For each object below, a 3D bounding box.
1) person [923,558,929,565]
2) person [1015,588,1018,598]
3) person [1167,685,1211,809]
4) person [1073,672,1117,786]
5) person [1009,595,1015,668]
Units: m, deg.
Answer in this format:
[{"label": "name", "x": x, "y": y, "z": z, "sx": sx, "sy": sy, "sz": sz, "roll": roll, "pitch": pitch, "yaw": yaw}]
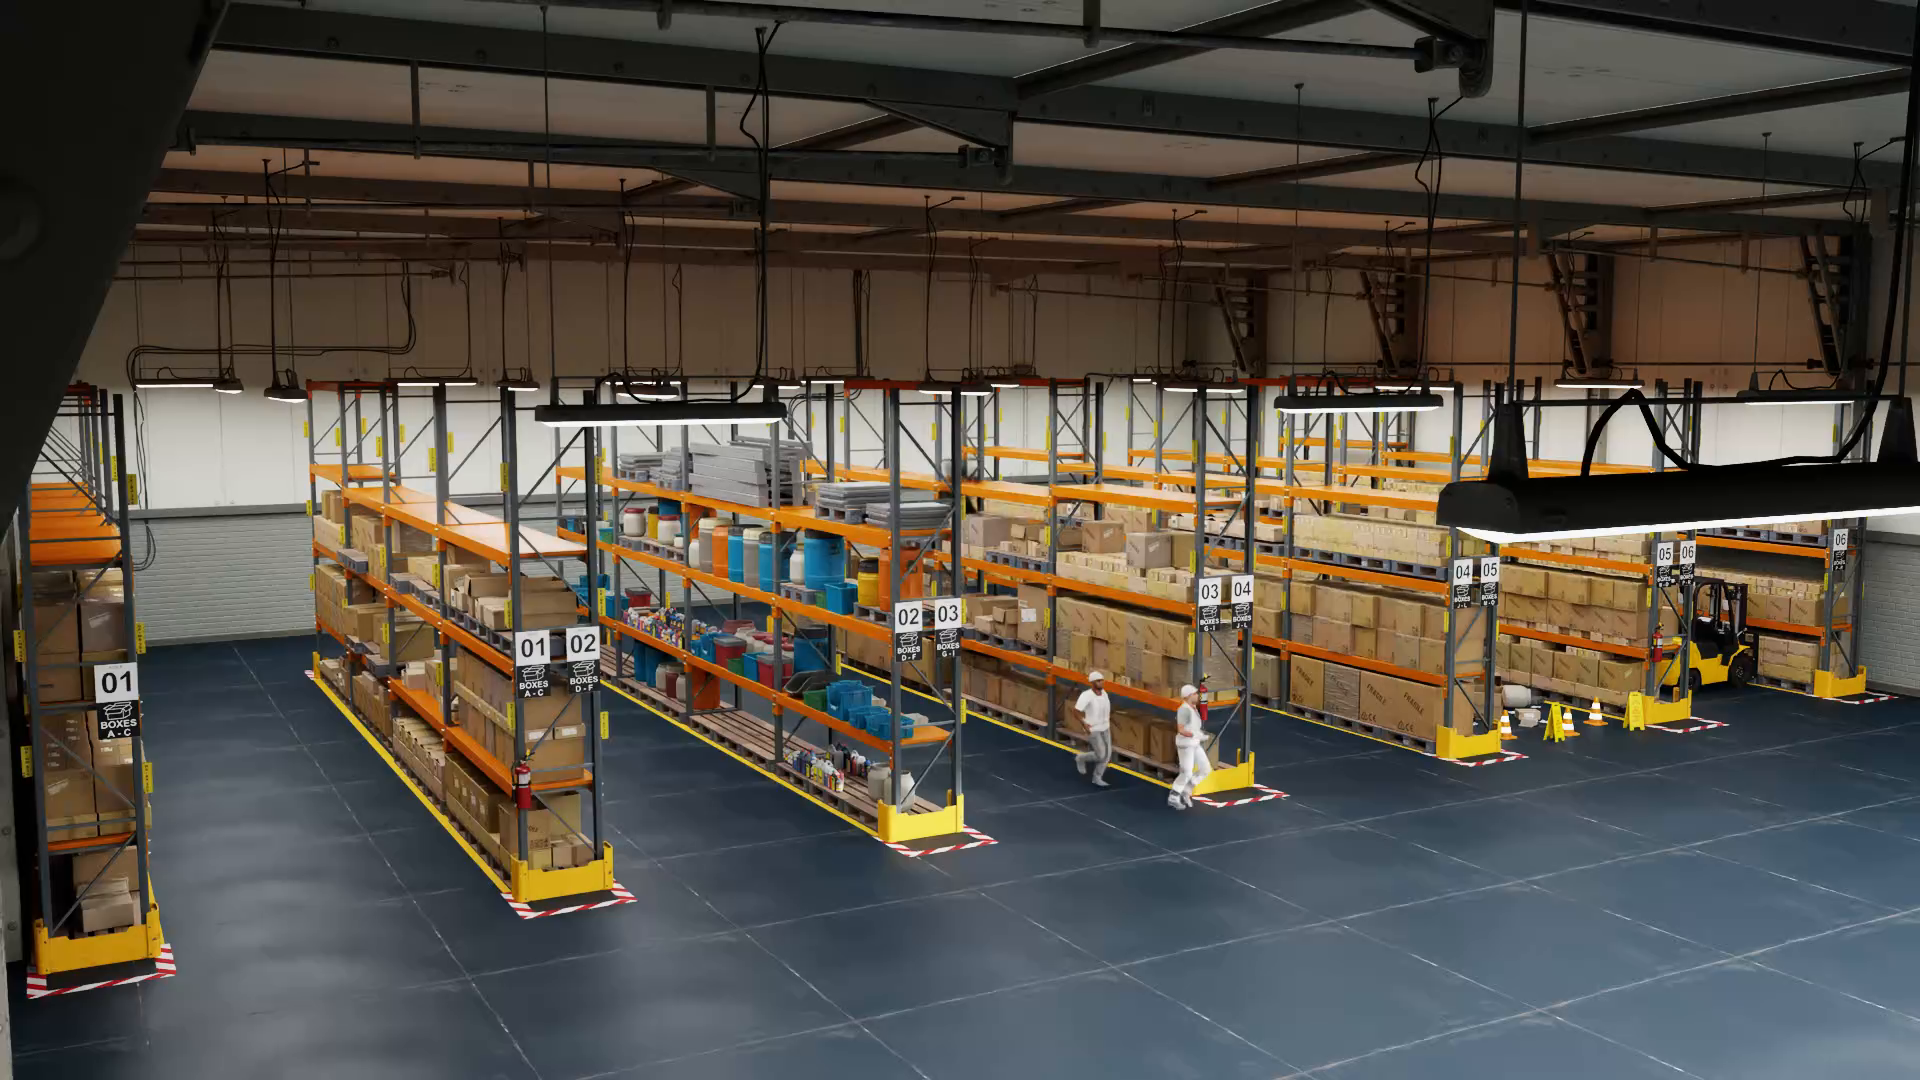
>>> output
[{"label": "person", "x": -0.968, "y": 1.269, "z": 39.761, "sx": 0.771, "sy": 1.676, "sz": 0.597, "roll": -2, "pitch": 6, "yaw": -16}, {"label": "person", "x": 1.578, "y": 1.010, "z": 41.856, "sx": 0.802, "sy": 1.758, "sz": 0.714, "roll": 4, "pitch": 7, "yaw": 32}, {"label": "person", "x": 3.298, "y": 2.935, "z": 23.662, "sx": 0.602, "sy": 1.759, "sz": 0.666, "roll": 3, "pitch": 7, "yaw": 27}, {"label": "person", "x": 2.029, "y": 2.824, "z": 25.002, "sx": 0.702, "sy": 1.721, "sz": 0.589, "roll": -5, "pitch": 8, "yaw": -41}, {"label": "person", "x": 0.991, "y": 1.927, "z": 33.786, "sx": 0.608, "sy": 1.657, "sz": 0.555, "roll": -5, "pitch": 8, "yaw": -39}]
